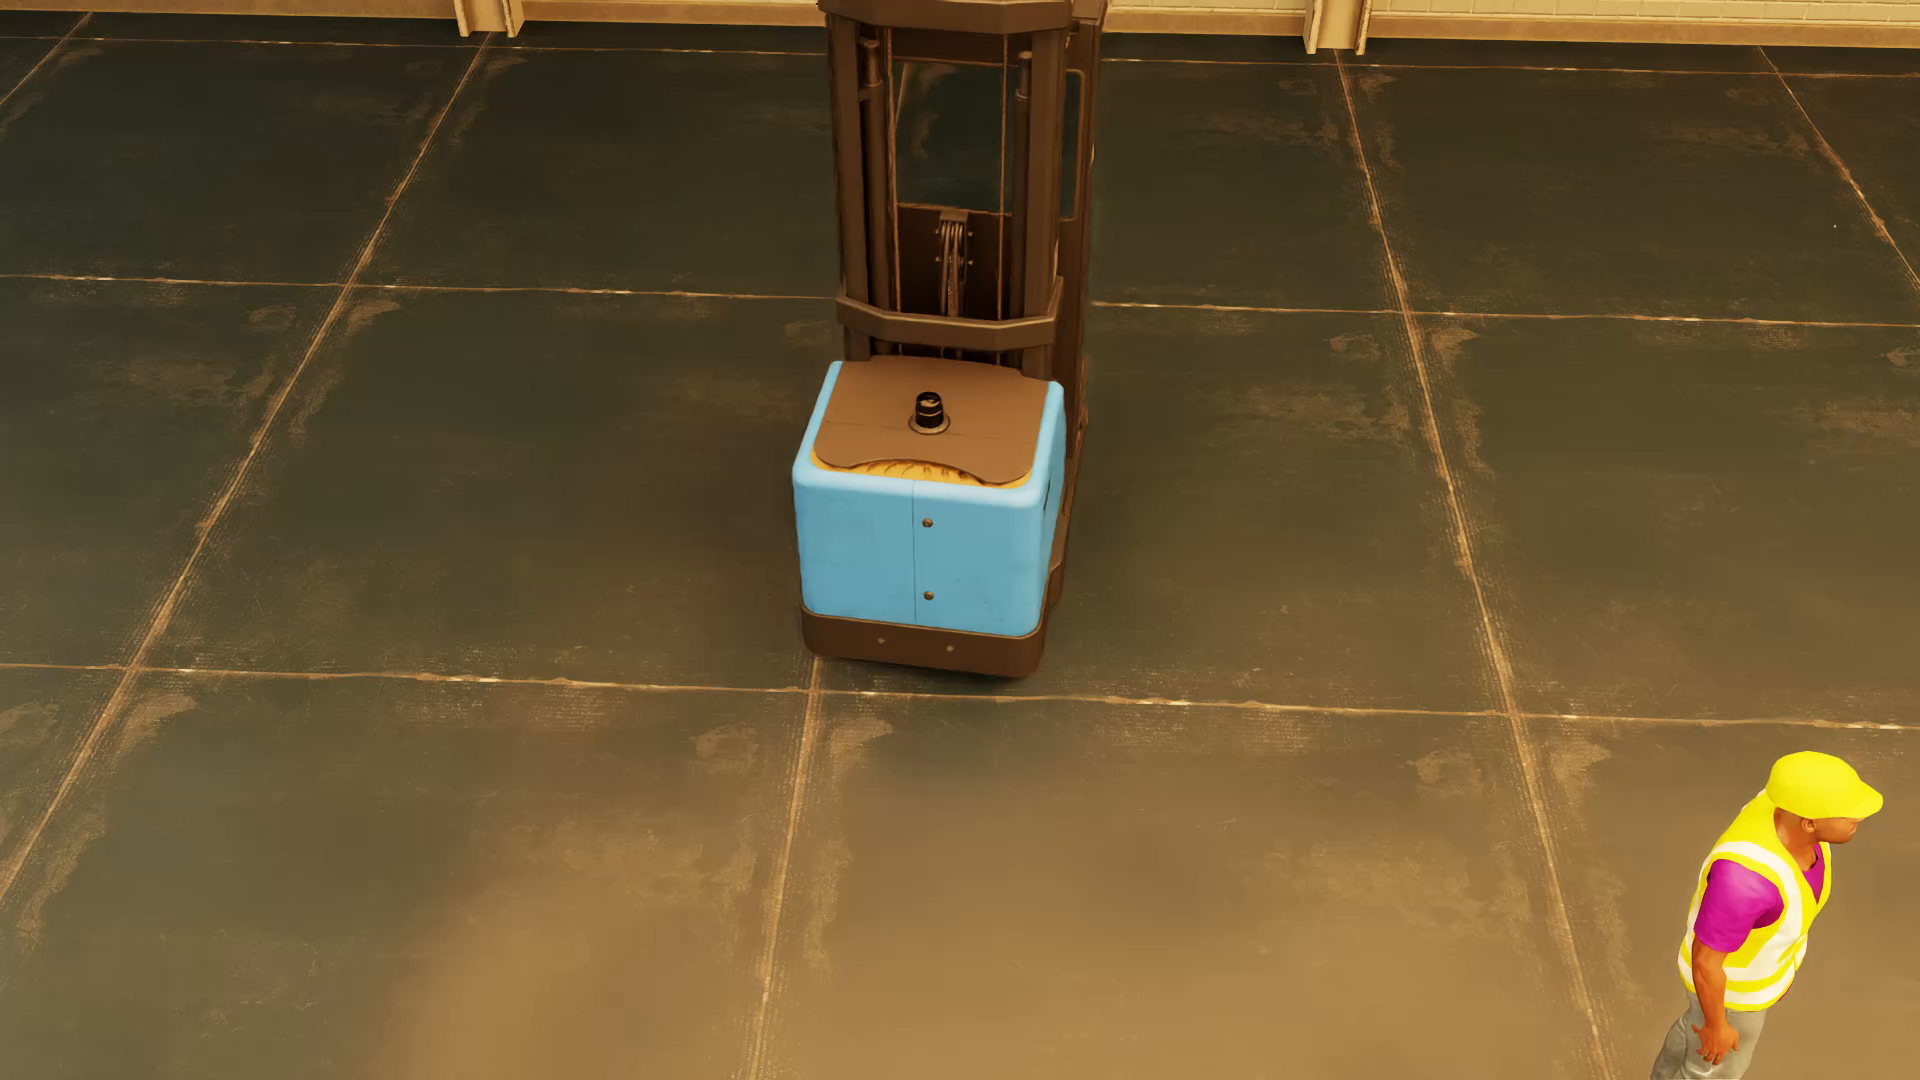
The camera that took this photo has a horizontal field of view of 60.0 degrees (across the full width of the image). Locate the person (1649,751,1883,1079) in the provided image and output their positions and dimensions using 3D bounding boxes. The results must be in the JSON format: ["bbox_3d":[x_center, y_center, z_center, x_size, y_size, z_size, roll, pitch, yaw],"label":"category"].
[{"bbox_3d":[2.479,1.345,5.122,0.577,1.766,0.666,29,50,28],"label":"person"}]

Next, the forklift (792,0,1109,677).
[{"bbox_3d":[0.050,-1.490,7.375,1.130,2.935,3.031,6,43,7],"label":"forklift"}]
